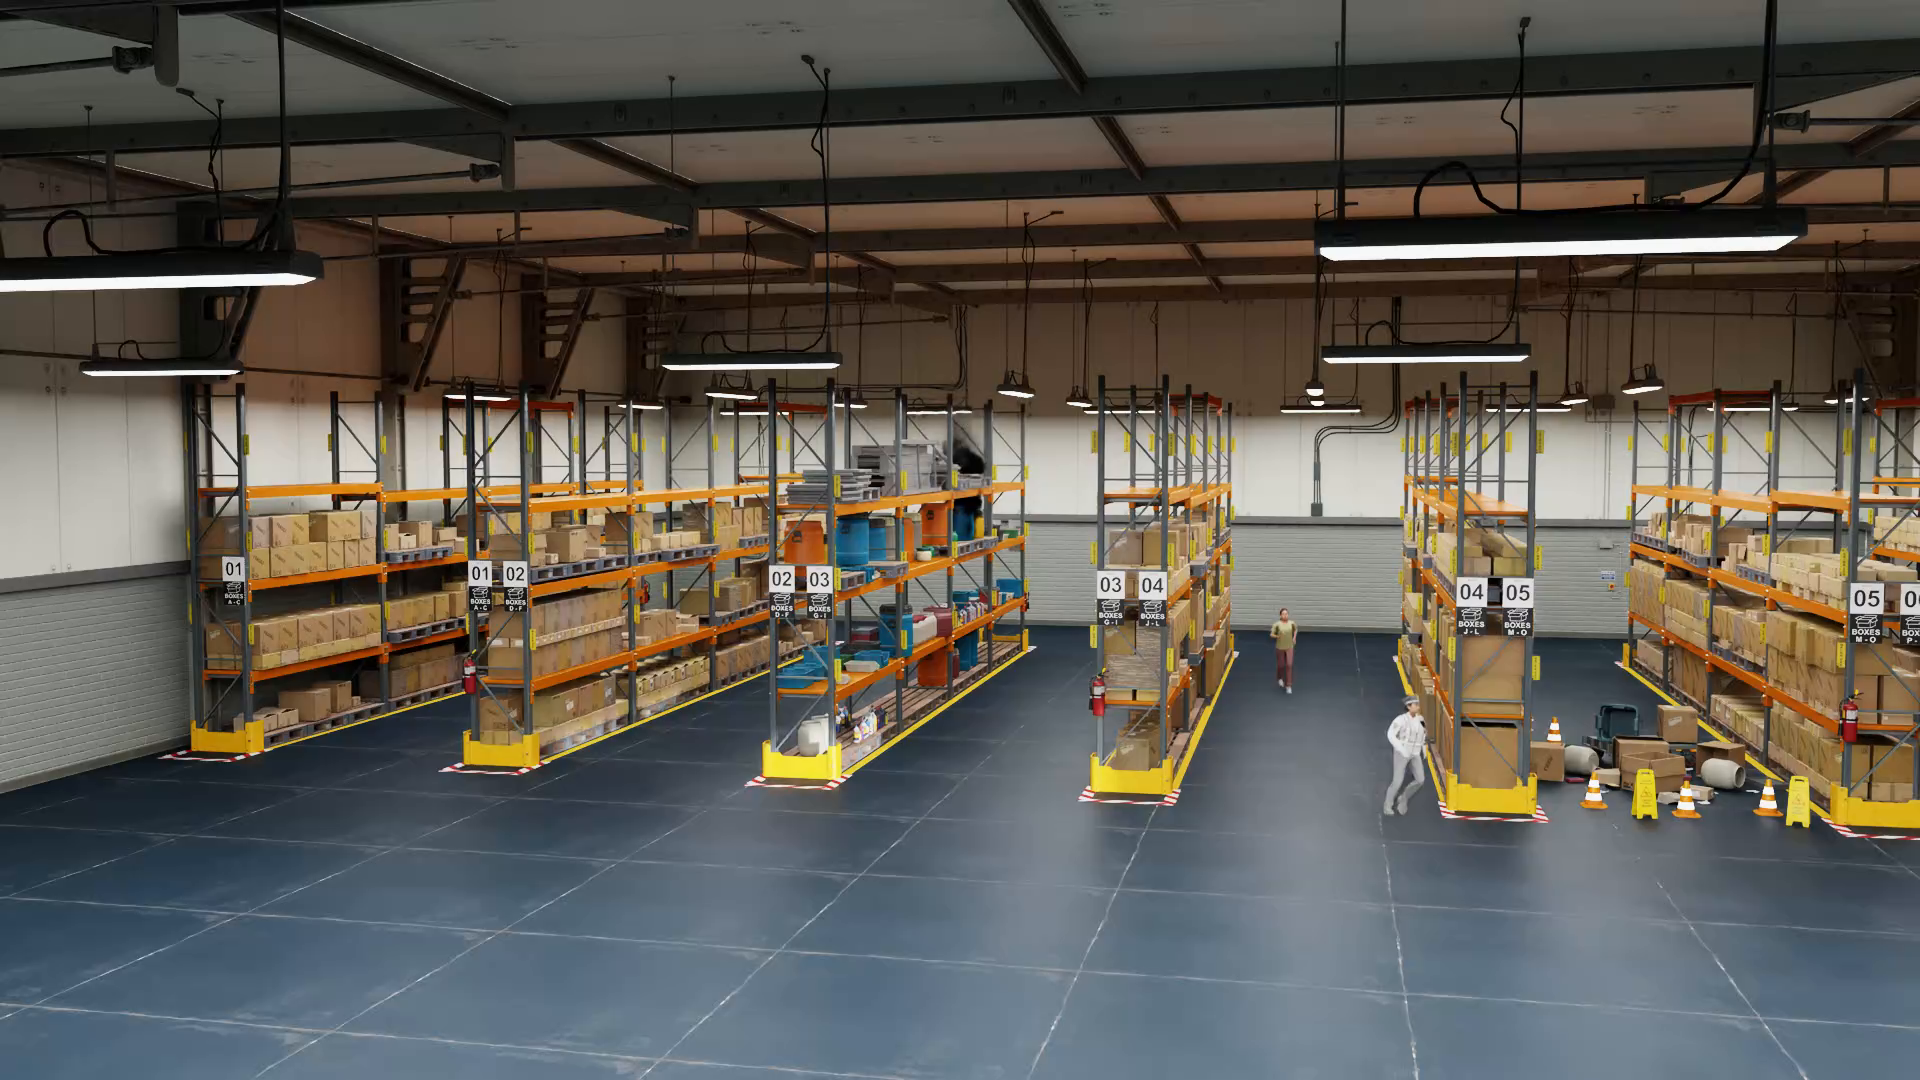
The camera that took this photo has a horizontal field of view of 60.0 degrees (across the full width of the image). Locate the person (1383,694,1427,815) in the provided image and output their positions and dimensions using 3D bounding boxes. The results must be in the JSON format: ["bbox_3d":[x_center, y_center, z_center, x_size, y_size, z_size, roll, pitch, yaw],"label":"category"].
[{"bbox_3d":[6.072,2.895,22.421,0.676,1.636,0.571,-1,3,-15],"label":"person"}]

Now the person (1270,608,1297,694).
[{"bbox_3d":[6.566,2.217,33.679,0.574,1.675,0.950,0,3,3],"label":"person"}]
